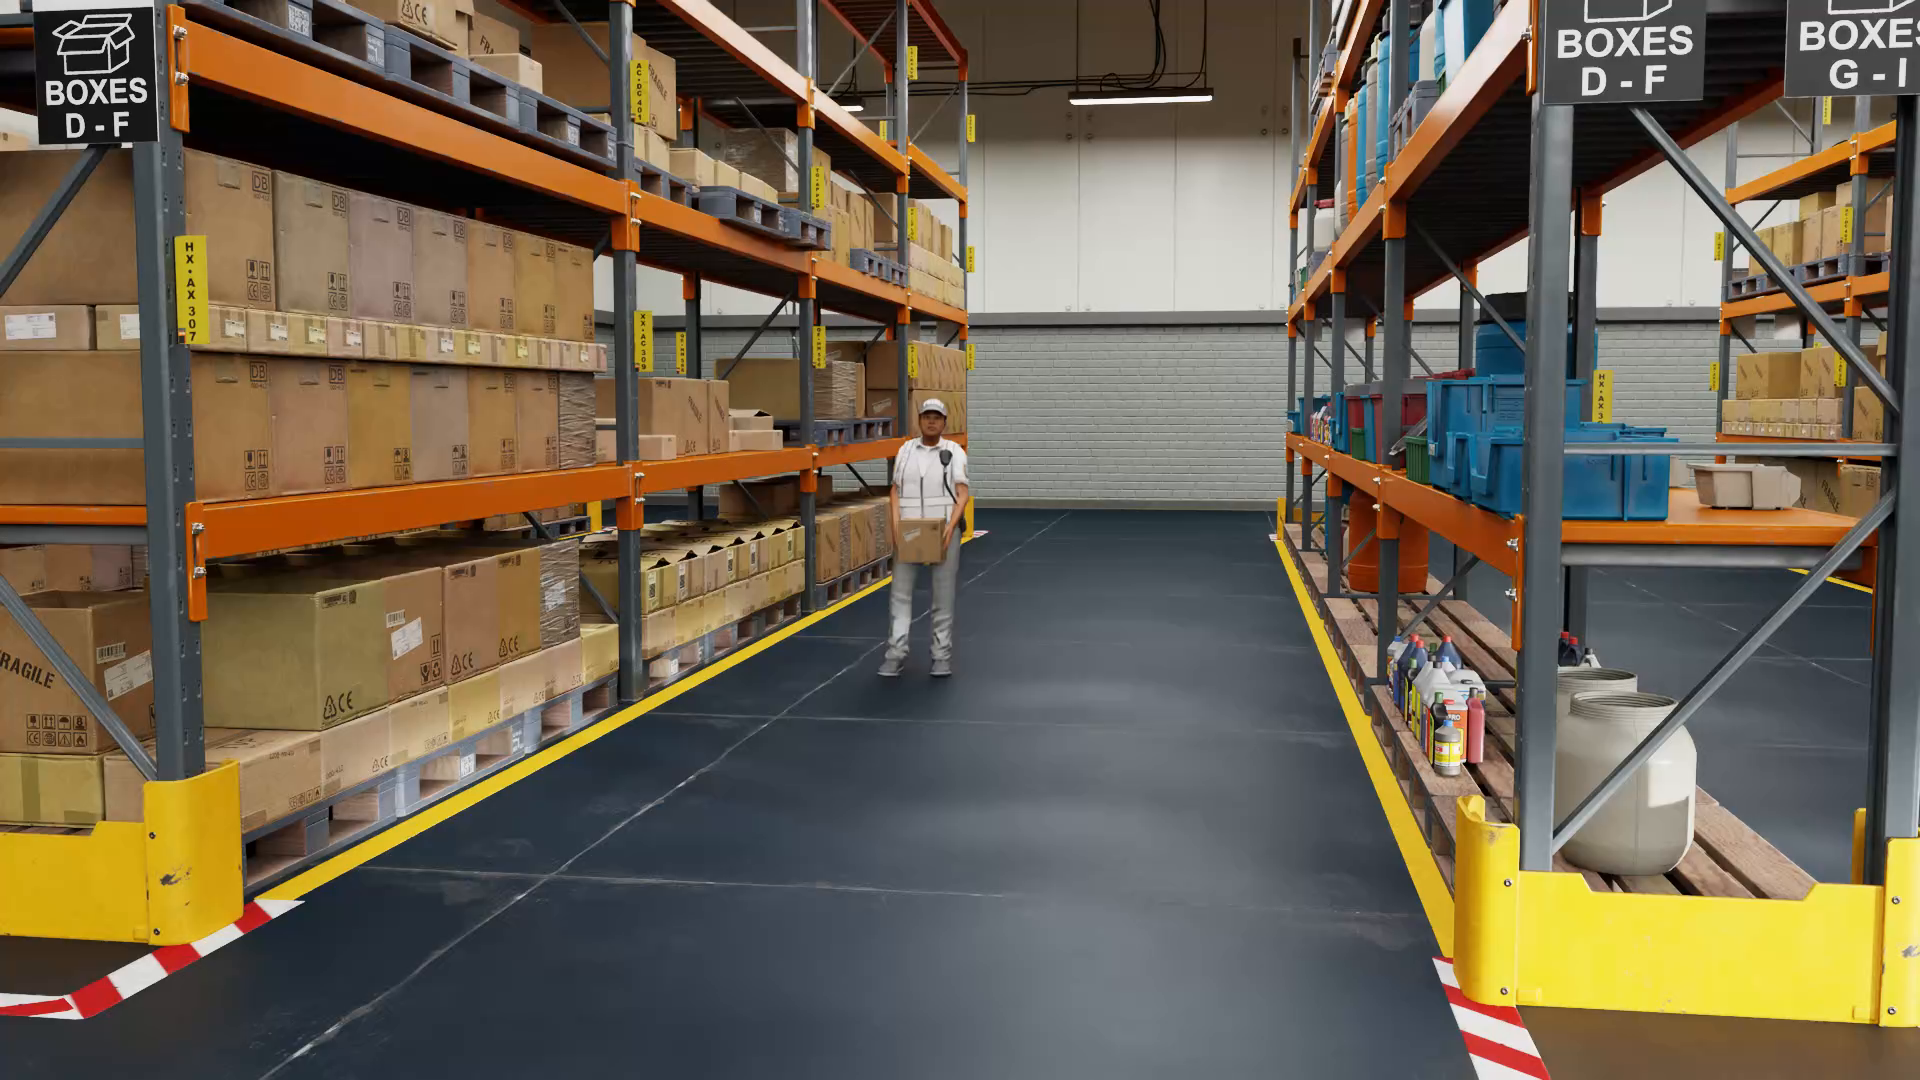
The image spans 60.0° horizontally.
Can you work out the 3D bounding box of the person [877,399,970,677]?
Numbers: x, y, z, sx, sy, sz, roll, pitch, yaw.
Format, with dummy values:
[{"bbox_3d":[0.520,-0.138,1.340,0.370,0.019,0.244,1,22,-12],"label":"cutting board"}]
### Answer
[{"bbox_3d":[-0.213,-0.019,10.082,0.536,1.671,0.457,1,5,9],"label":"person"}]
